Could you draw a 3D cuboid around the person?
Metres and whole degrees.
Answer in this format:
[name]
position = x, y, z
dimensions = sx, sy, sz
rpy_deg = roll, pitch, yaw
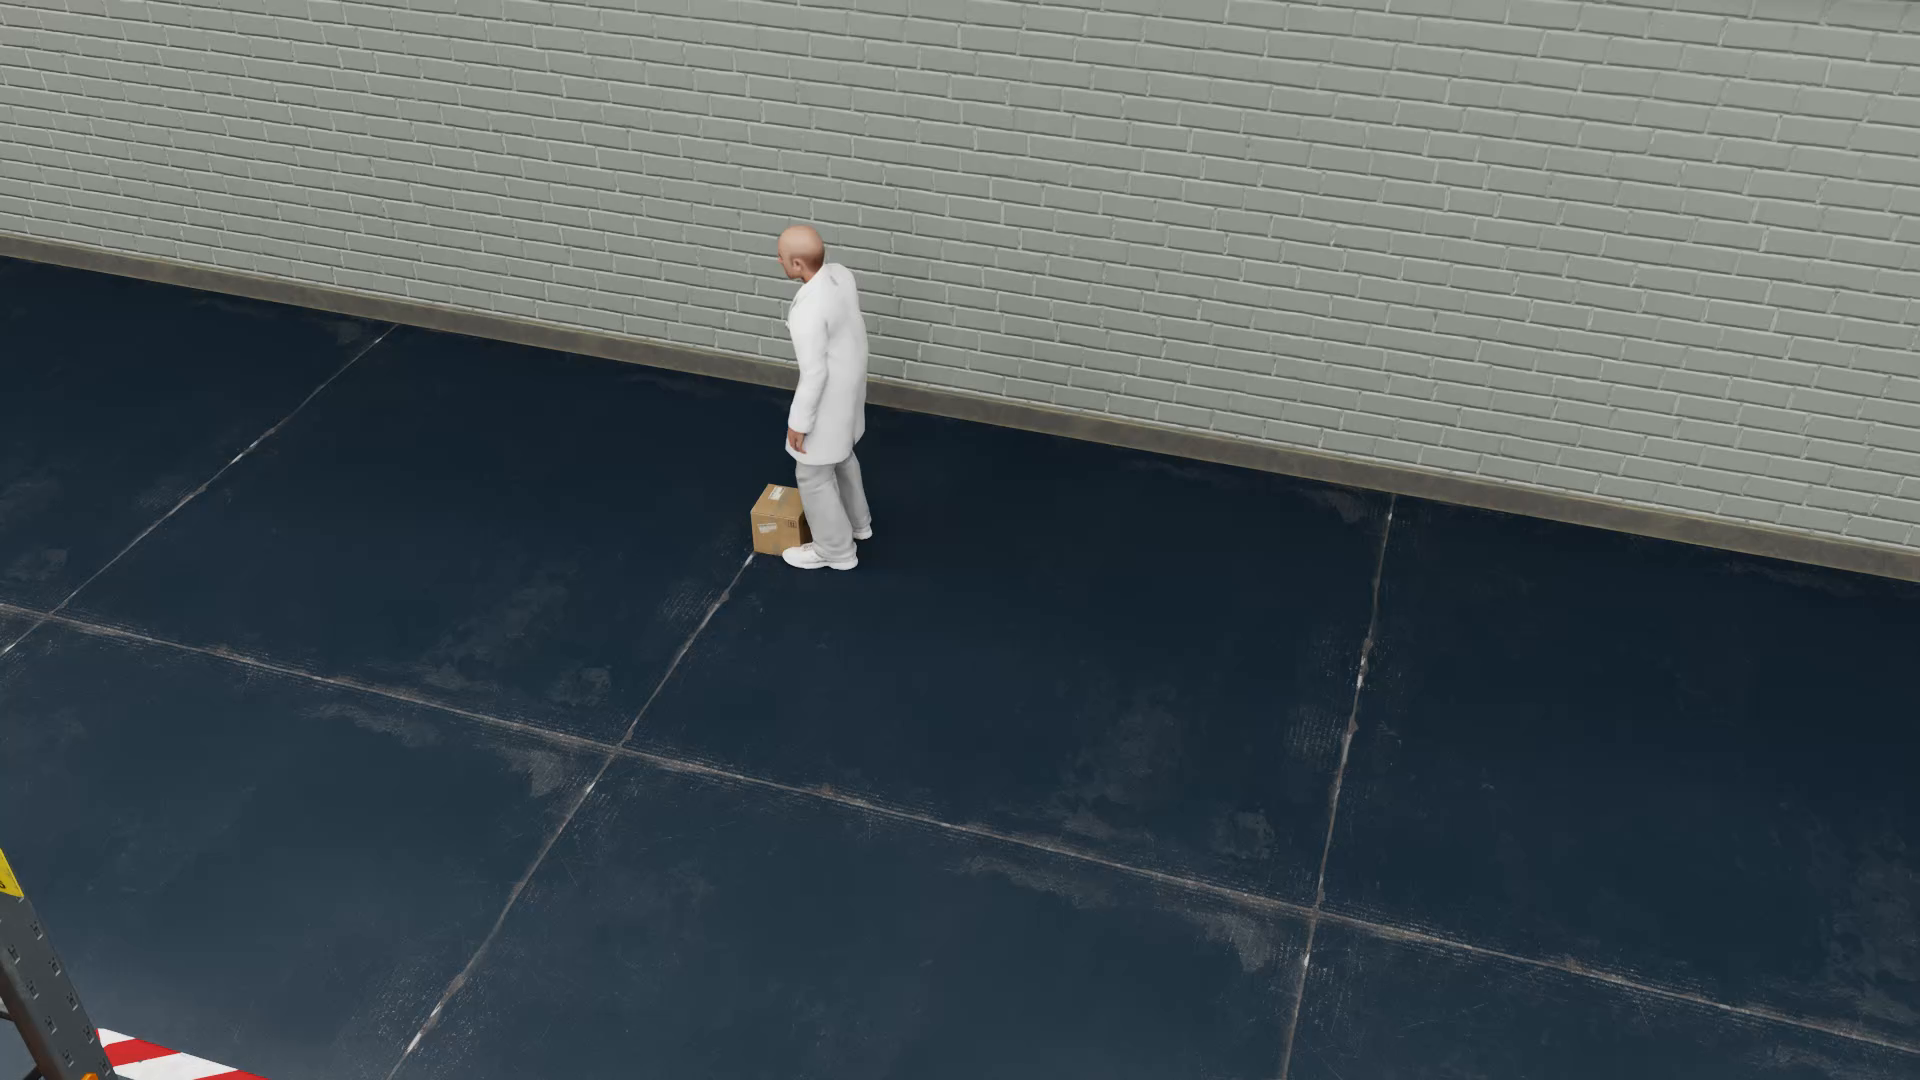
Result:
[person]
position = -0.639, -0.659, 7.795
dimensions = 0.415, 1.774, 0.655
rpy_deg = 10, 38, 13
